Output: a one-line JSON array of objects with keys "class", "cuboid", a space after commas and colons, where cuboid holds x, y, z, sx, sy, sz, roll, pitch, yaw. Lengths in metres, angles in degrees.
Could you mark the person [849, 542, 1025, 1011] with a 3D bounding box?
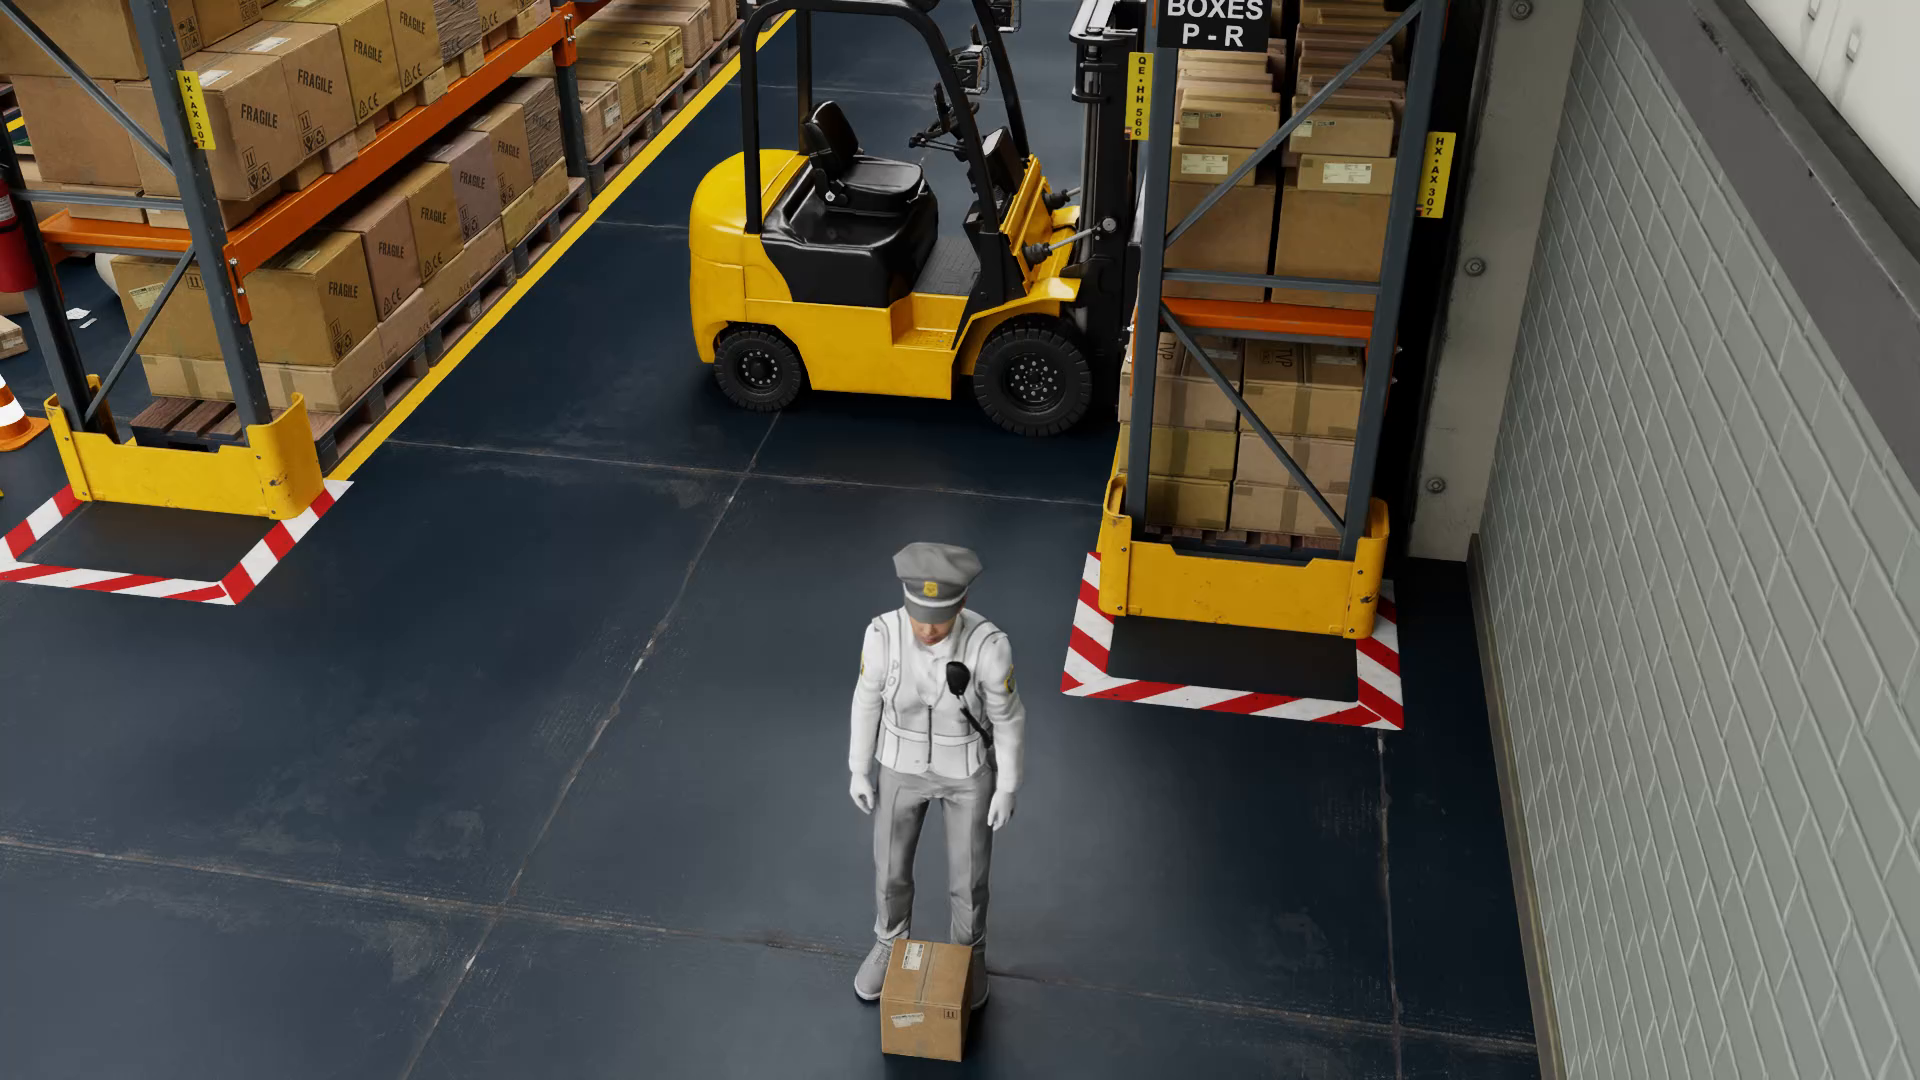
[{"class": "person", "cuboid": [-0.072, 0.713, 5.018, 0.529, 1.664, 0.371, 6, 33, 9]}]
